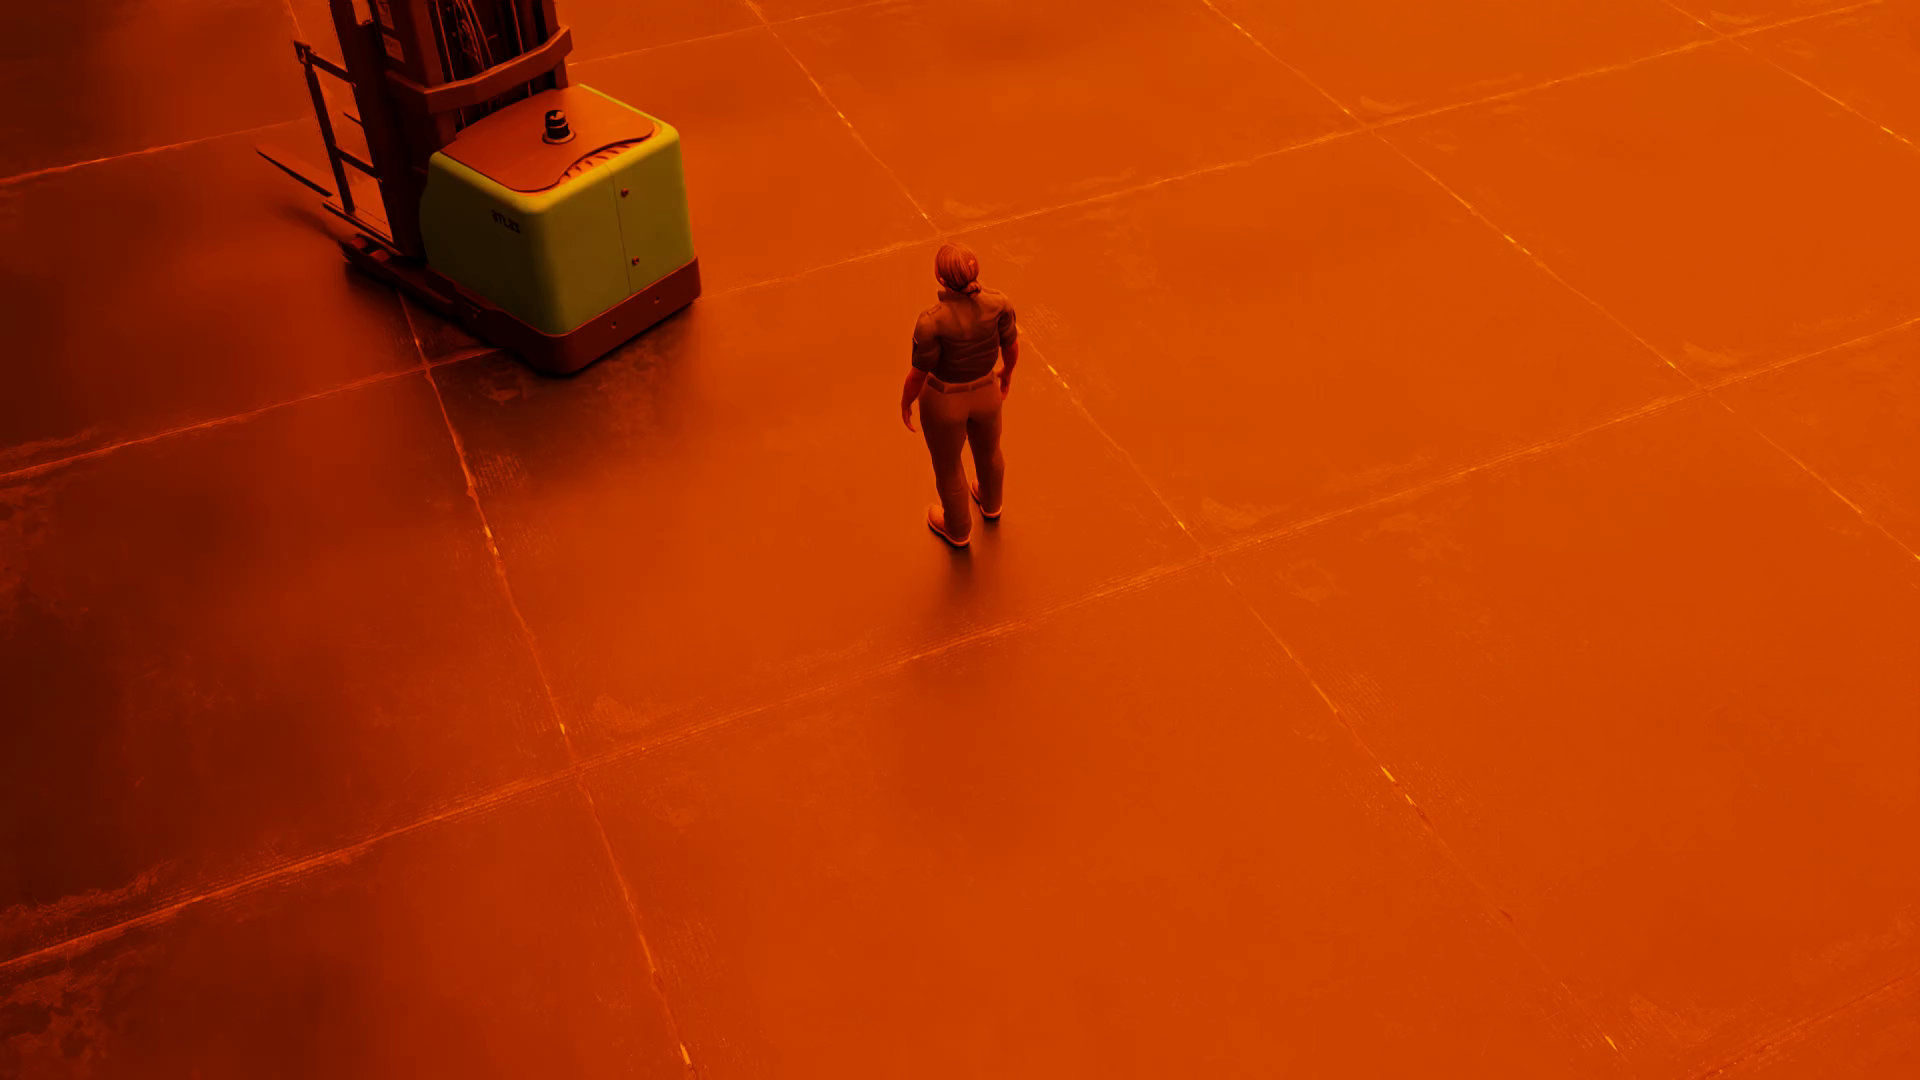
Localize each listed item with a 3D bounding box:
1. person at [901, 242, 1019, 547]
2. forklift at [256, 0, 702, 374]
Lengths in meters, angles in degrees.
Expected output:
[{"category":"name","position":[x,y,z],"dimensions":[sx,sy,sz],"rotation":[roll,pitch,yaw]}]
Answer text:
[{"category":"person","position":[-0.019,-0.670,7.323],"dimensions":[0.570,1.656,0.503],"rotation":[-18,46,-18]},{"category":"forklift","position":[-2.880,-2.790,8.670],"dimensions":[3.031,2.935,1.130],"rotation":[30,51,28]}]
